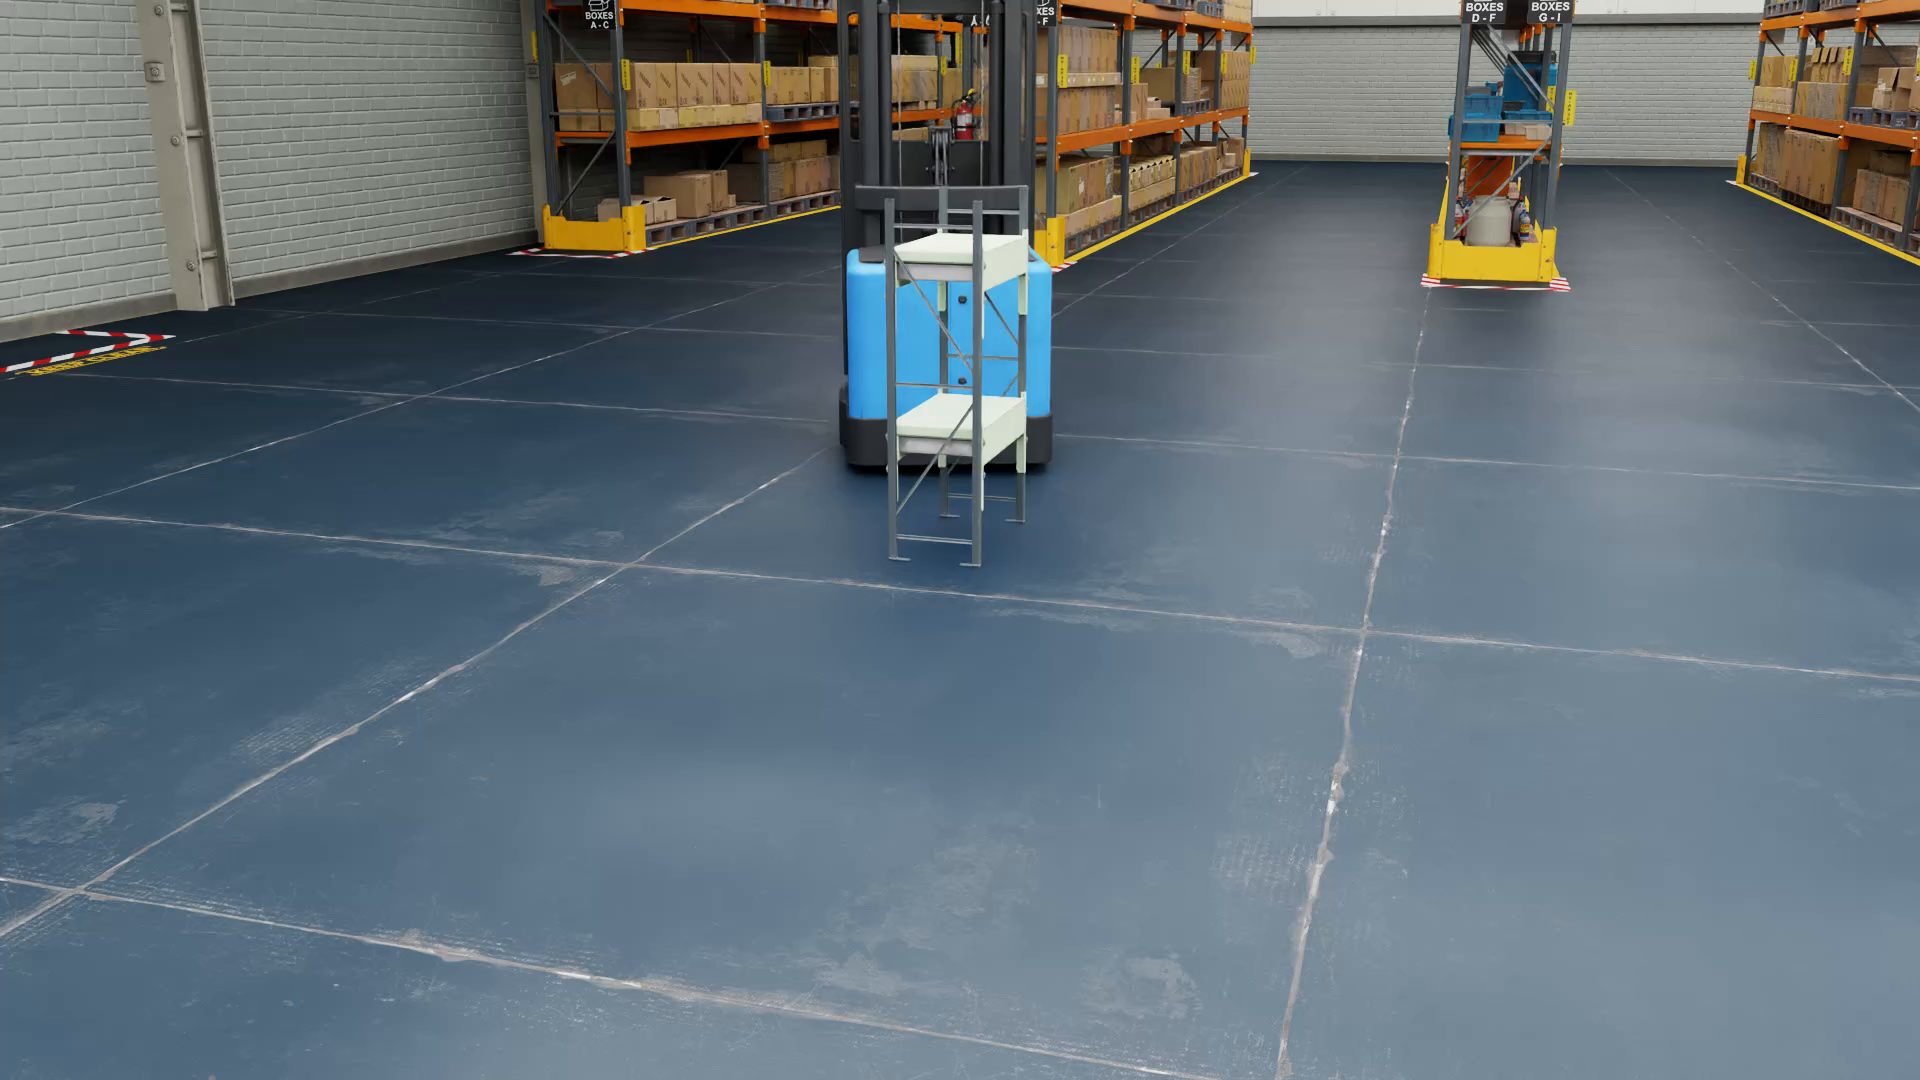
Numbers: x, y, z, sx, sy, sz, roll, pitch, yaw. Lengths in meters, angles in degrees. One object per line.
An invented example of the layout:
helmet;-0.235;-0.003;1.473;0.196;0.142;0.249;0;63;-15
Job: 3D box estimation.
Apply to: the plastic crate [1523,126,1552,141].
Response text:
plastic crate;5.831;-4.101;16.775;0.298;0.136;0.250;5;16;16

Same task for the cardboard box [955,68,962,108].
cardboard box;-0.438;-8.402;30.905;0.980;0.700;0.700;4;16;14

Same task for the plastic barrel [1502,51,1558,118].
plastic barrel;6.805;-5.384;19.896;0.600;0.901;0.708;5;16;16

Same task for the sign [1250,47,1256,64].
sign;5.594;-9.251;31.746;0.100;0.325;0.005;5;16;16

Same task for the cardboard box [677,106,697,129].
cardboard box;-3.503;-5.097;20.042;0.500;0.250;0.500;4;16;15

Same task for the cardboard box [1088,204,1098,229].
cardboard box;1.314;-3.799;19.494;0.500;0.250;0.500;5;16;16

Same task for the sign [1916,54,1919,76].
sign;10.621;-5.280;18.327;0.100;0.325;0.005;5;16;16

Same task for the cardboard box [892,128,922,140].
cardboard box;-1.130;-6.682;28.559;0.750;0.750;0.750;5;17;18

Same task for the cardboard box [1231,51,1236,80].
cardboard box;4.627;-8.444;29.585;0.500;0.500;0.500;4;16;14

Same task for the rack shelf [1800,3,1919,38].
rack shelf;12.859;-7.348;23.560;1.077;0.370;4.000;5;16;16

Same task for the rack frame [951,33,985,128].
rack frame;0.317;-8.973;33.468;1.000;3.000;0.127;5;16;16

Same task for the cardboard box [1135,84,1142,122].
cardboard box;2.183;-5.967;22.687;0.500;0.500;0.500;5;16;16

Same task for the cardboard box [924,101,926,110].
cardboard box;-0.811;-7.573;28.955;0.380;0.149;0.250;5;17;18

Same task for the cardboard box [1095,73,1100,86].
cardboard box;1.423;-5.391;19.466;0.380;0.149;0.250;5;17;17

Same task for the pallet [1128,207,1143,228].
pallet;1.829;-4.305;22.119;1.003;0.211;1.213;5;16;16

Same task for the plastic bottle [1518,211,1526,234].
plastic bottle;6.208;-3.484;18.309;0.097;0.271;0.097;0;16;0

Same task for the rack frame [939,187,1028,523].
rack frame;0.102;-0.816;7.456;0.400;1.500;0.023;5;16;16

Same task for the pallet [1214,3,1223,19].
pallet;3.678;-8.731;27.462;1.213;0.211;1.003;5;16;16

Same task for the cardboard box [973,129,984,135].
cardboard box;0.280;-7.979;32.586;0.380;0.149;0.250;5;17;17

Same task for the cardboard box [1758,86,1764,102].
cardboard box;14.027;-7.651;28.535;0.500;0.250;0.500;4;16;15

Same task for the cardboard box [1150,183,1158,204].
cardboard box;2.446;-4.818;23.089;0.500;0.250;0.500;5;17;17

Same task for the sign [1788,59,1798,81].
sign;12.895;-7.271;25.737;0.100;0.325;0.005;5;16;16

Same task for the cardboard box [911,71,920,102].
cardboard box;-0.996;-7.722;28.293;0.500;0.500;0.500;5;16;16

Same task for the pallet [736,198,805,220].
pallet;-2.874;-4.696;23.498;1.003;0.211;1.213;5;16;16

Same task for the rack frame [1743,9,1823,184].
rack frame;14.564;-7.821;29.405;1.000;3.000;0.127;5;16;16

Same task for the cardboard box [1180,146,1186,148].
cardboard box;3.559;-6.445;28.329;0.500;0.500;0.500;4;16;13

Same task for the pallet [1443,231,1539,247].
pallet;5.829;-3.231;18.334;1.003;0.211;1.213;5;16;16

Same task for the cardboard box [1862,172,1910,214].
cardboard box;11.974;-4.414;21.169;0.700;0.500;0.500;3;16;11

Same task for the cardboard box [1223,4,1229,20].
cardboard box;4.306;-9.022;28.420;0.500;0.250;0.500;5;16;16

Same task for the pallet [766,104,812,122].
pallet;-2.737;-5.930;23.091;1.003;0.211;1.213;5;16;16

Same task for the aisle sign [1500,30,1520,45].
aisle sign;10.117;-9.452;30.391;0.394;0.787;0.004;5;16;16

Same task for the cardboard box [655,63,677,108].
cardboard box;-3.656;-5.315;19.437;0.500;0.500;0.500;5;16;16

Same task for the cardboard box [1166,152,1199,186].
cardboard box;3.488;-5.871;26.307;0.500;0.500;0.500;4;16;15

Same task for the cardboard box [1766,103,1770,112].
cardboard box;13.711;-7.230;27.783;0.380;0.149;0.250;4;16;14

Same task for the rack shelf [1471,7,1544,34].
rack shelf;6.973;-6.686;21.224;1.077;0.370;4.000;5;16;16

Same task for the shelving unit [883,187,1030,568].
shelving unit;-0.002;-0.720;7.119;0.431;1.500;0.755;5;16;16

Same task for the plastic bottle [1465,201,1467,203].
plastic bottle;5.931;-3.826;19.493;0.061;0.283;0.133;5;16;16

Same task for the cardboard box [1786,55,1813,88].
cardboard box;13.302;-7.347;26.090;0.500;0.500;0.500;5;17;17

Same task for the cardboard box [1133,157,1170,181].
cardboard box;2.740;-5.353;23.948;0.500;0.311;0.500;4;16;15

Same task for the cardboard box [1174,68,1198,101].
cardboard box;3.308;-7.145;26.070;0.700;0.500;0.500;8;18;26

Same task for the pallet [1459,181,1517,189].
pallet;8.419;-5.618;26.750;1.003;0.211;1.213;5;16;16

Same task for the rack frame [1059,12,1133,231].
rack frame;1.657;-5.450;21.049;1.000;3.000;0.127;5;16;16

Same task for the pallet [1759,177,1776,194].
pallet;14.063;-5.946;27.905;1.003;0.211;1.213;5;16;16

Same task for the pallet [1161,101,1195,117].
pallet;2.919;-6.587;25.409;1.213;0.211;1.003;5;16;16

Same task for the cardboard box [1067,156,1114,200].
cardboard box;1.582;-4.422;20.319;0.500;0.500;0.500;5;16;16

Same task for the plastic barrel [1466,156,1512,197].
plastic barrel;7.665;-5.399;24.075;0.600;0.830;0.708;5;16;16

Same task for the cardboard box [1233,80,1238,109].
cardboard box;4.766;-8.102;30.213;0.500;0.500;0.500;4;16;15

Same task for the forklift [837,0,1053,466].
forklift;-0.141;-2.134;9.481;1.130;2.935;3.031;-1;16;-4

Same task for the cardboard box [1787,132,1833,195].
cardboard box;13.011;-5.551;24.528;1.225;0.875;0.875;4;16;14

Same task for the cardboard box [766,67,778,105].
cardboard box;-2.916;-6.224;22.786;0.700;0.500;0.500;5;16;16

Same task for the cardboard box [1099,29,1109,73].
cardboard box;1.395;-5.874;19.980;0.700;0.500;0.500;5;16;16

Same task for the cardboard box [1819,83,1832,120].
cardboard box;12.485;-6.190;23.474;0.500;0.500;0.500;4;16;14

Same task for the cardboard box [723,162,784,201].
cardboard box;-2.900;-5.037;23.364;0.700;0.500;0.500;5;17;18

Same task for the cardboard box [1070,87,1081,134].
cardboard box;0.957;-4.840;18.715;0.700;0.500;0.500;5;17;16

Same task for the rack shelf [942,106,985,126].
rack shelf;-0.252;-8.104;31.721;1.077;0.370;4.000;5;16;16
